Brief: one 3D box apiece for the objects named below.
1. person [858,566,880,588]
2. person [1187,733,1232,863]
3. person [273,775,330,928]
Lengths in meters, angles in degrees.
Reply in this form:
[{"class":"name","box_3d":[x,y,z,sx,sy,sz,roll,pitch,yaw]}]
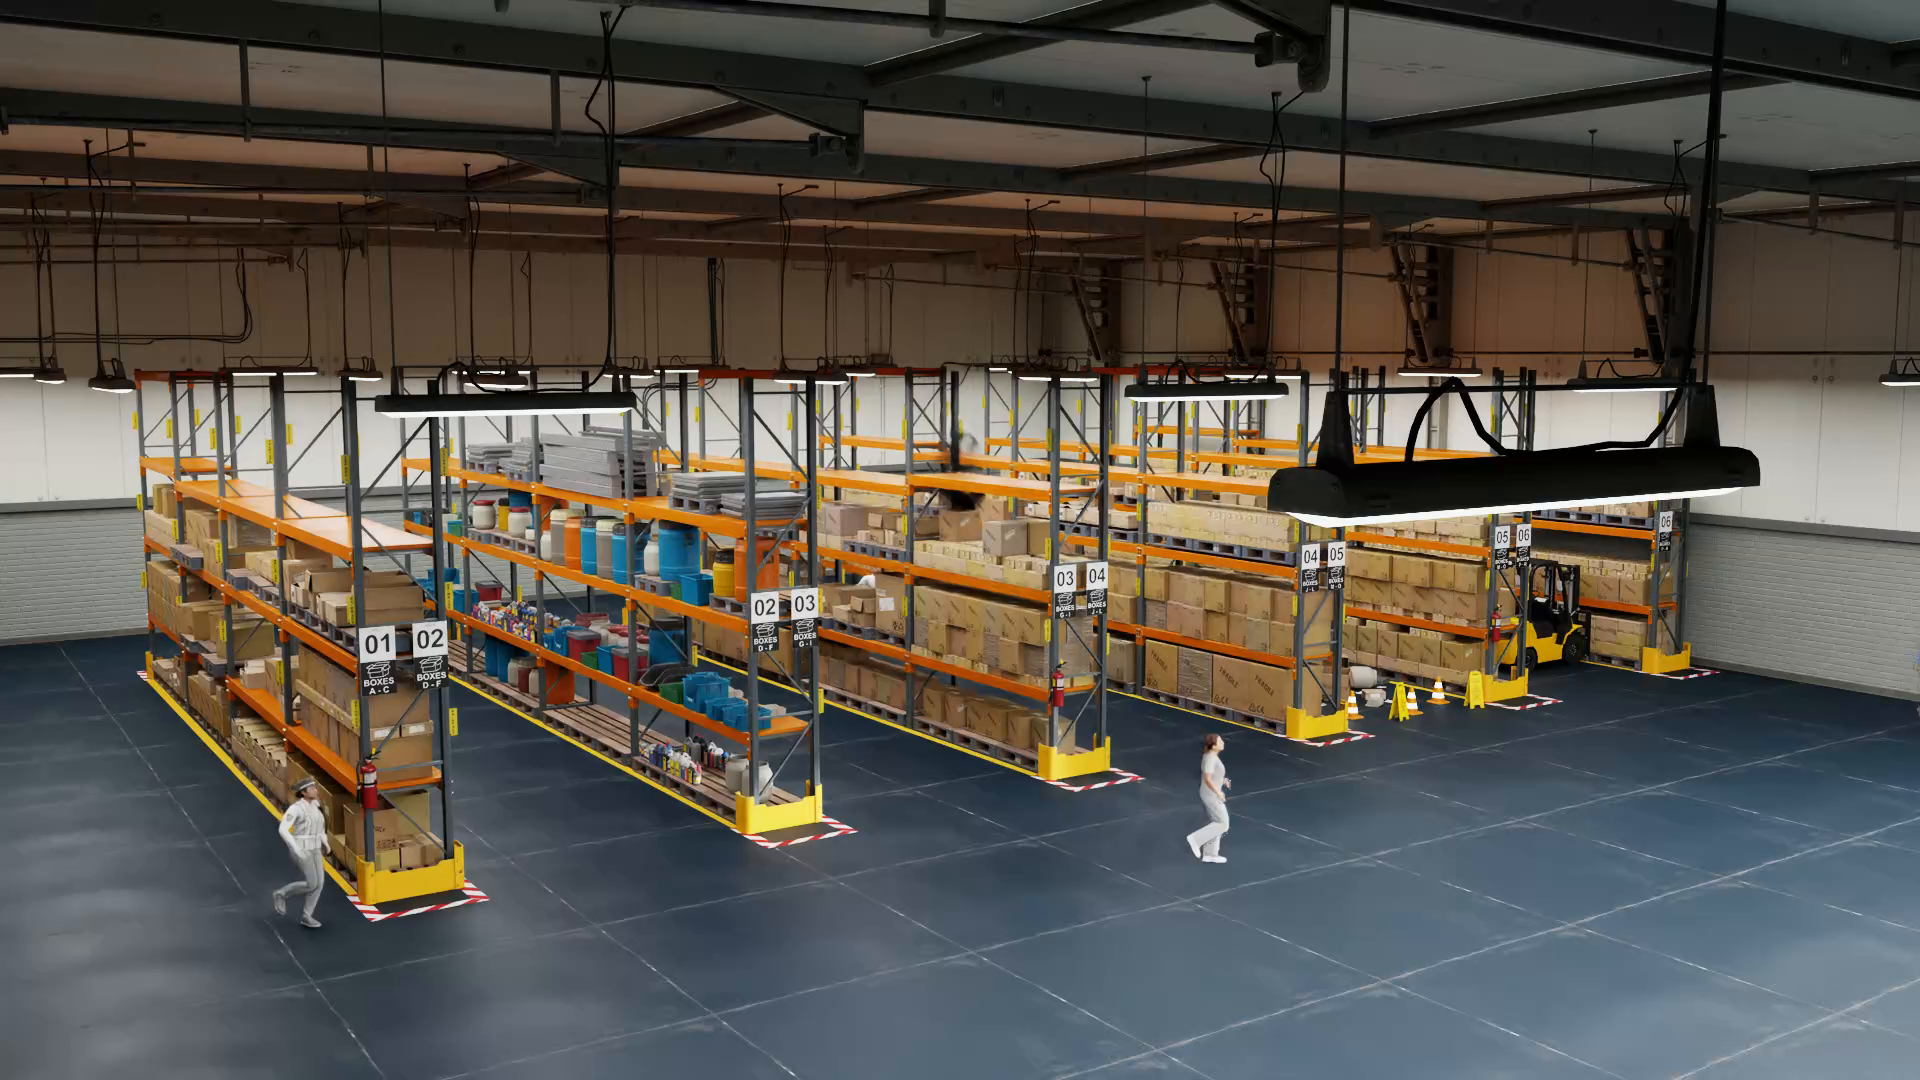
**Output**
[{"class":"person","box_3d":[-1.822,1.373,35.978,0.728,1.759,1.034,-3,7,-28]},{"class":"person","box_3d":[3.104,3.200,20.683,0.605,1.639,0.560,0,6,-3]},{"class":"person","box_3d":[-7.258,3.436,18.534,0.558,1.624,0.659,2,7,16]}]
